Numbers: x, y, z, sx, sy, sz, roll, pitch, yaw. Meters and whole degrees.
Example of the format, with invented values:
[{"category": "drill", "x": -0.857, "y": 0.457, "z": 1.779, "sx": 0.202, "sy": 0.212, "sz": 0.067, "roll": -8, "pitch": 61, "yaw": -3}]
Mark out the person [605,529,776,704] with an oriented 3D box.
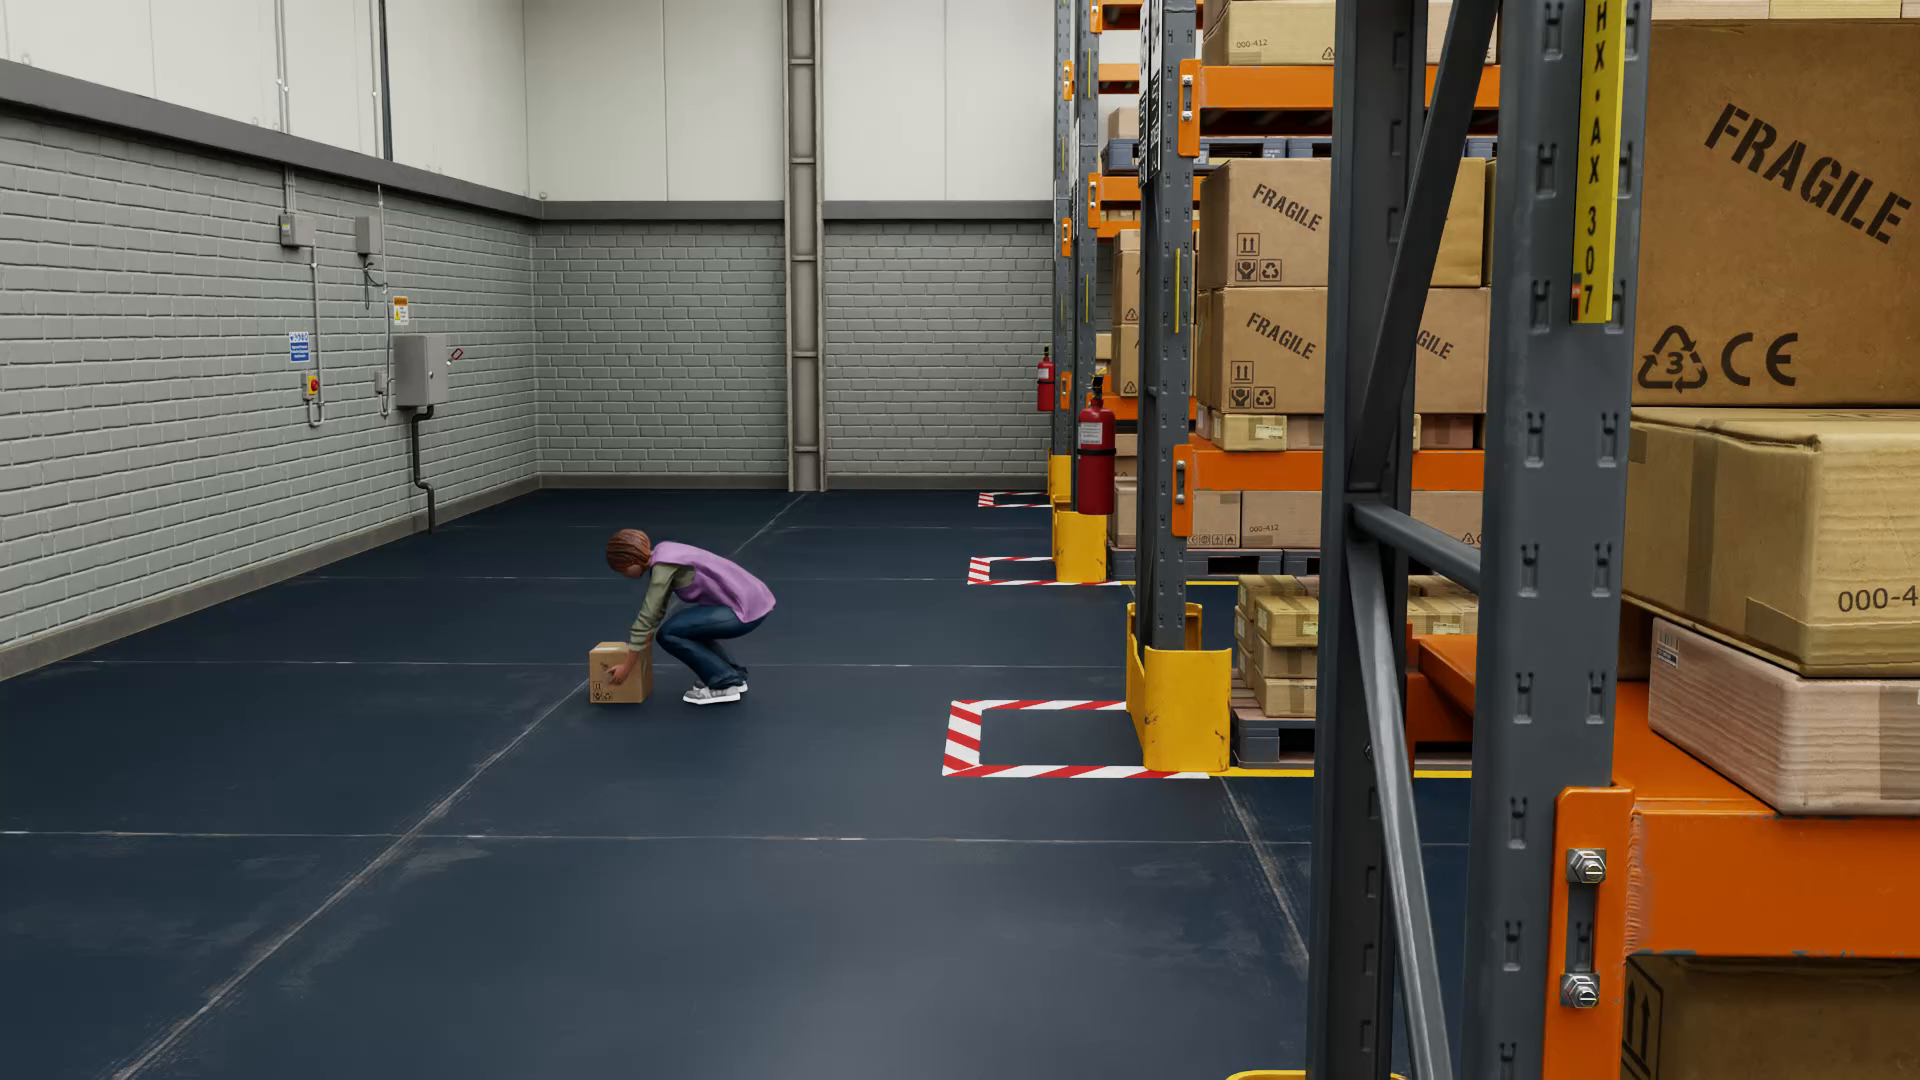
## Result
[{"category": "person", "x": -1.292, "y": 0.369, "z": 8.024, "sx": 0.802, "sy": 0.816, "sz": 0.439, "roll": 0, "pitch": 7, "yaw": 1}]
